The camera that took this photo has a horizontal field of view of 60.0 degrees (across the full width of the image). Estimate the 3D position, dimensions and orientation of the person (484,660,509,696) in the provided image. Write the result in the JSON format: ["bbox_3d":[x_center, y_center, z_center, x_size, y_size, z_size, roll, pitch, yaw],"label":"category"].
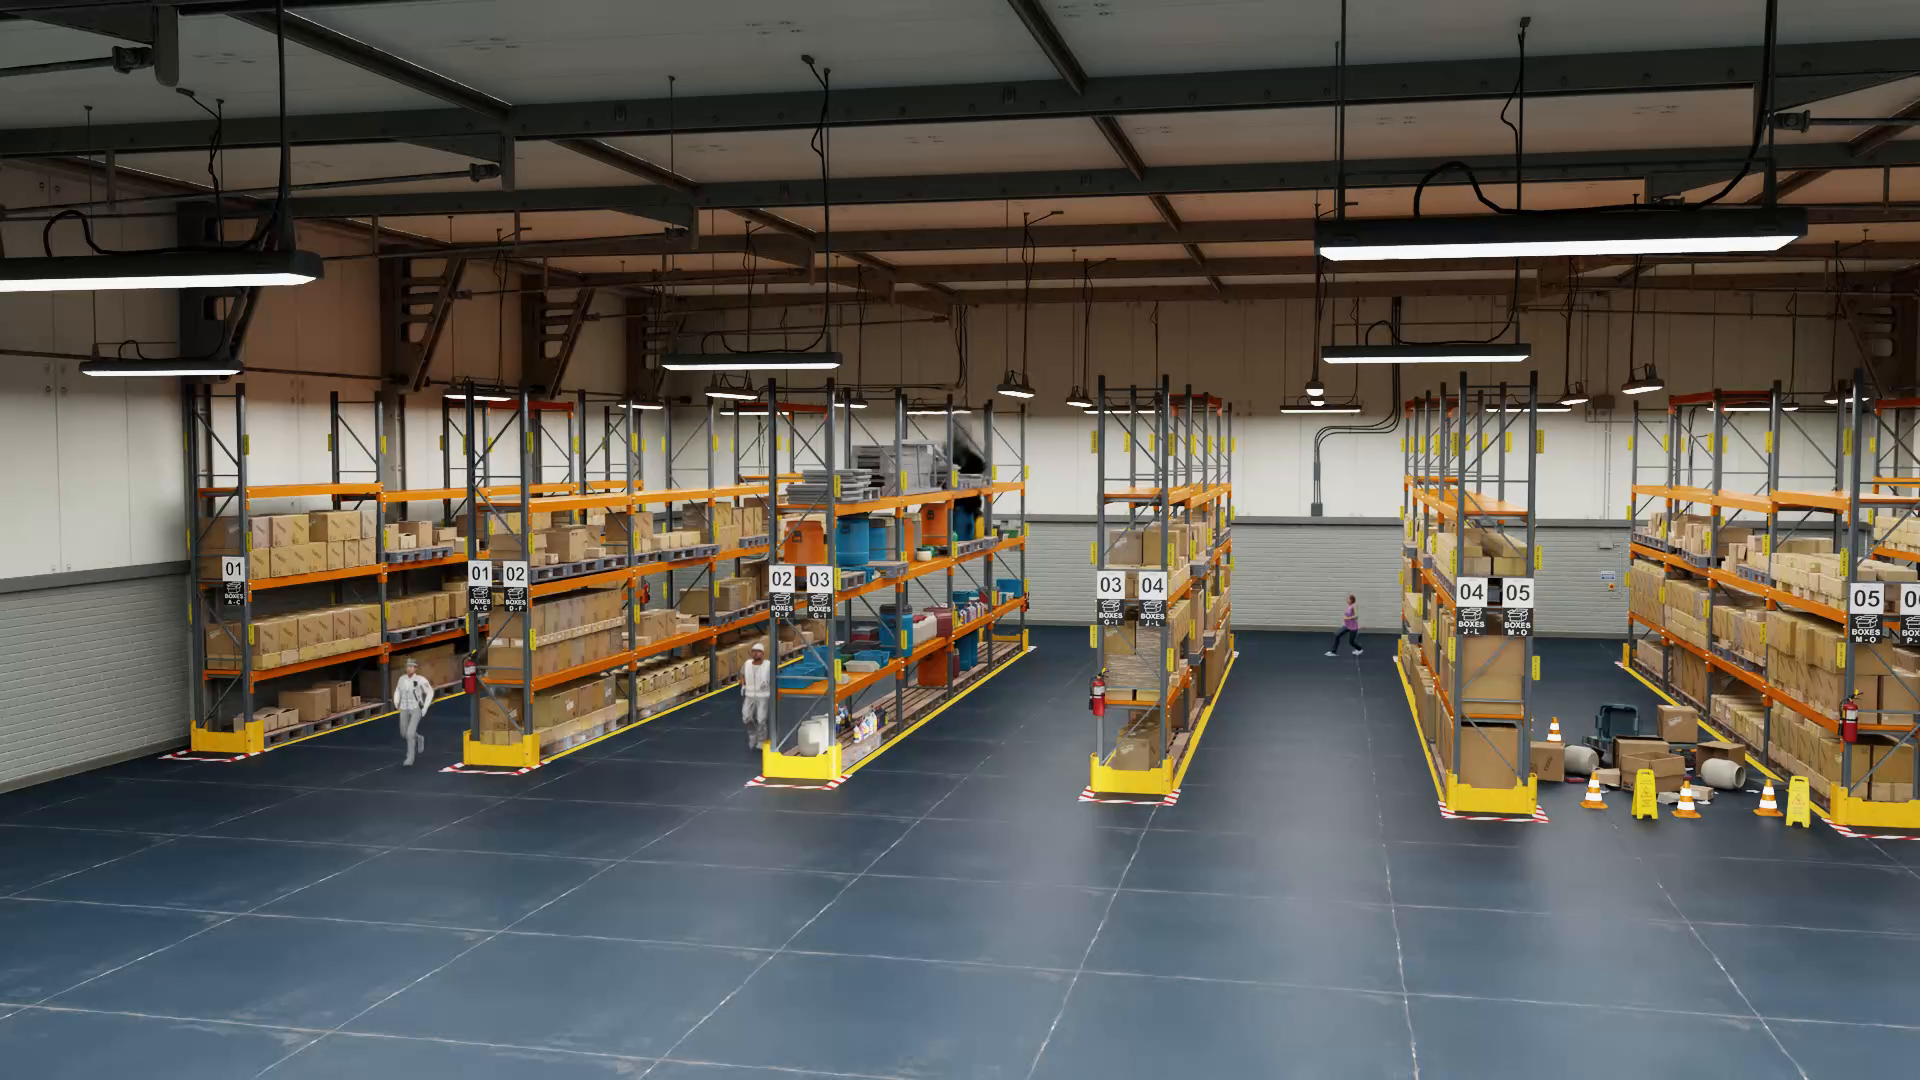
[{"bbox_3d":[-8.114,2.460,29.319,0.614,1.707,0.835,0,3,8],"label":"person"}]

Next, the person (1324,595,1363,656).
[{"bbox_3d":[9.161,2.021,39.168,0.999,1.450,0.618,-2,4,-28],"label":"person"}]

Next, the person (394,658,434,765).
[{"bbox_3d":[-8.637,2.685,26.254,0.657,1.677,0.622,1,3,13],"label":"person"}]

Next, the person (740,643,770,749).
[{"bbox_3d":[-3.329,2.565,27.140,0.666,1.746,0.615,0,3,7],"label":"person"}]
